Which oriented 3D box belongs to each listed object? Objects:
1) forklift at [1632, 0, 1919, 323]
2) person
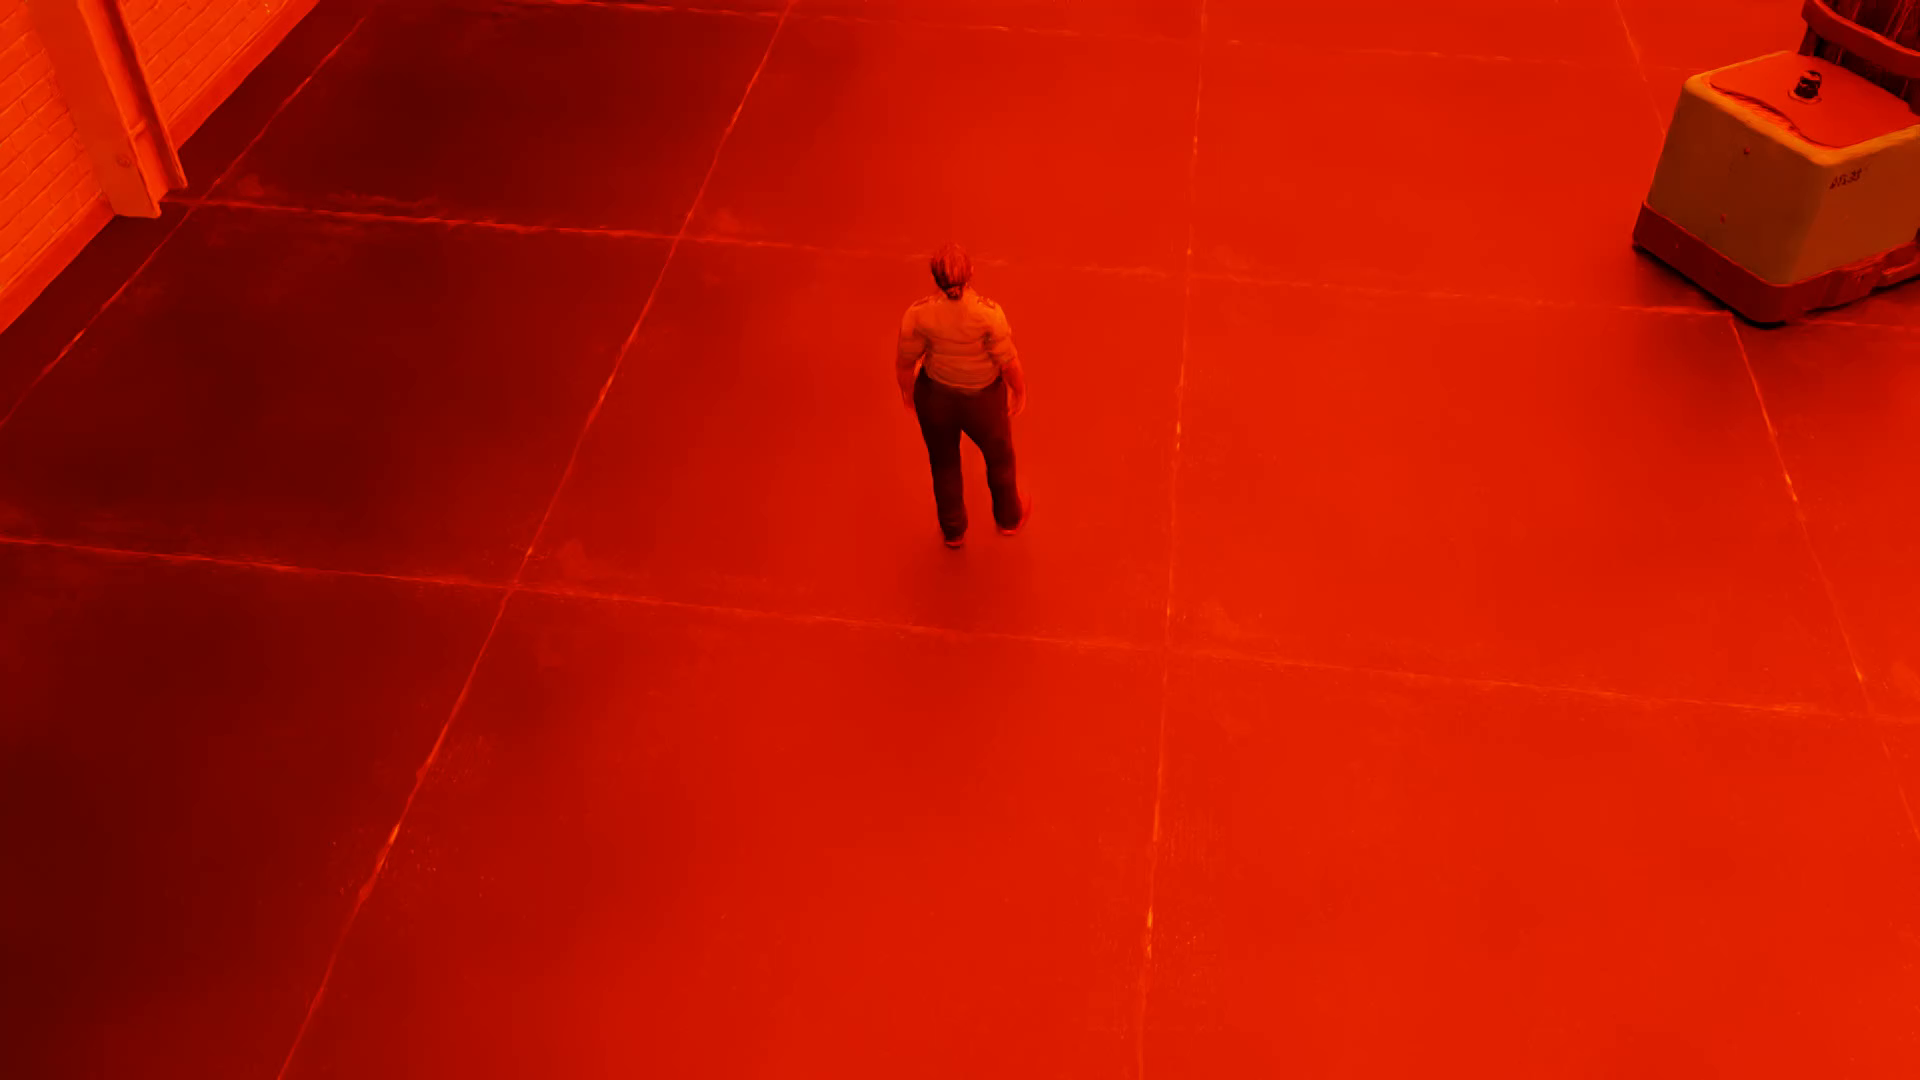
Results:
[{"bbox_3d":[5.475,-2.966,8.954,3.031,2.935,1.130,-19,46,-20],"label":"forklift"},{"bbox_3d":[0.035,-0.670,7.392,0.599,1.650,0.502,5,43,6],"label":"person"}]
